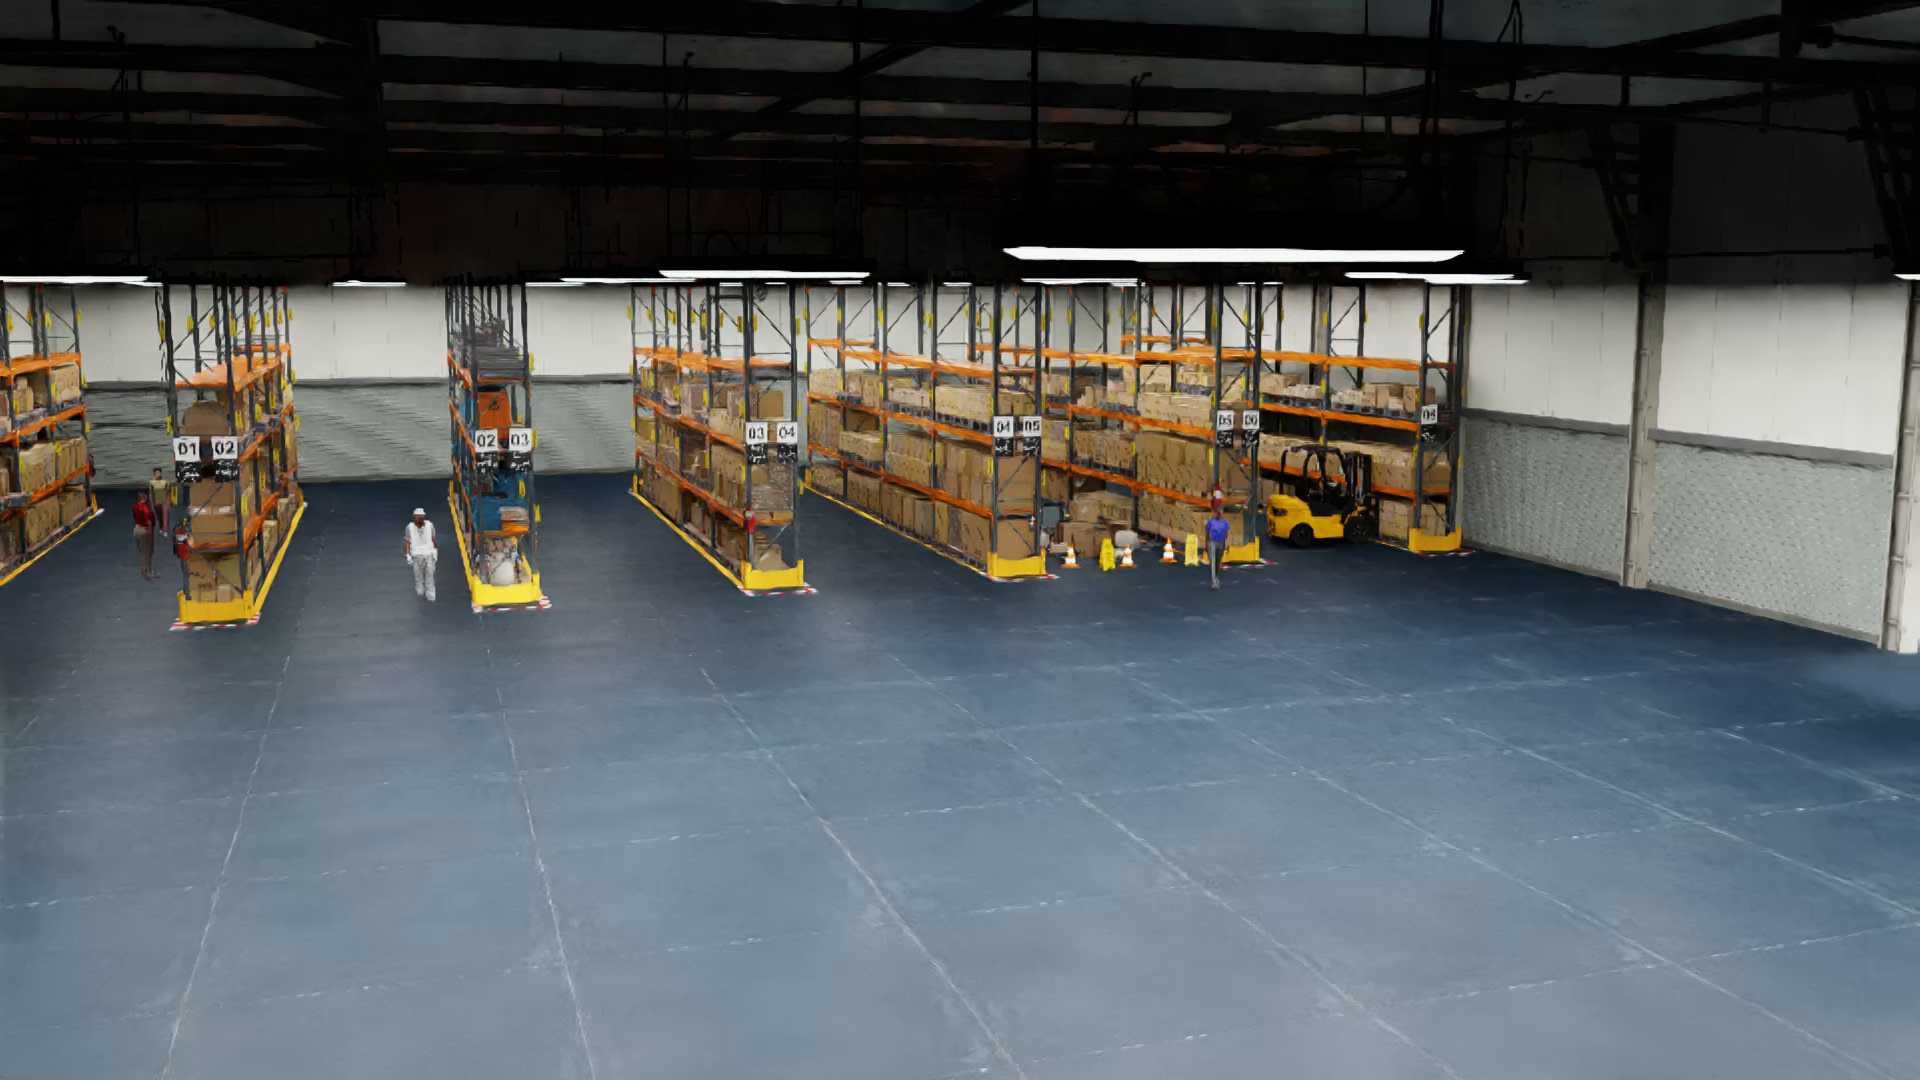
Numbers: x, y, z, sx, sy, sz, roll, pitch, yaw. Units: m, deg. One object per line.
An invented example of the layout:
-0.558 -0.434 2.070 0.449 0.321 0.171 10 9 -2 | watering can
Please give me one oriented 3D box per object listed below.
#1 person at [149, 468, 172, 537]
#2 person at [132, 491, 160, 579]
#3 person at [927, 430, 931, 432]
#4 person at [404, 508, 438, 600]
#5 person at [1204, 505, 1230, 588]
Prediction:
-18.574 -0.892 38.599 0.448 1.590 1.110 -3 9 -16 | person
-16.109 -0.104 32.961 0.595 1.737 0.449 7 11 39 | person
-0.883 -2.192 46.548 0.588 1.784 0.666 1 9 4 | person
-9.960 0.239 30.730 0.568 1.703 1.106 -2 9 -16 | person
4.962 0.105 32.032 0.441 1.587 0.992 -1 9 -10 | person
